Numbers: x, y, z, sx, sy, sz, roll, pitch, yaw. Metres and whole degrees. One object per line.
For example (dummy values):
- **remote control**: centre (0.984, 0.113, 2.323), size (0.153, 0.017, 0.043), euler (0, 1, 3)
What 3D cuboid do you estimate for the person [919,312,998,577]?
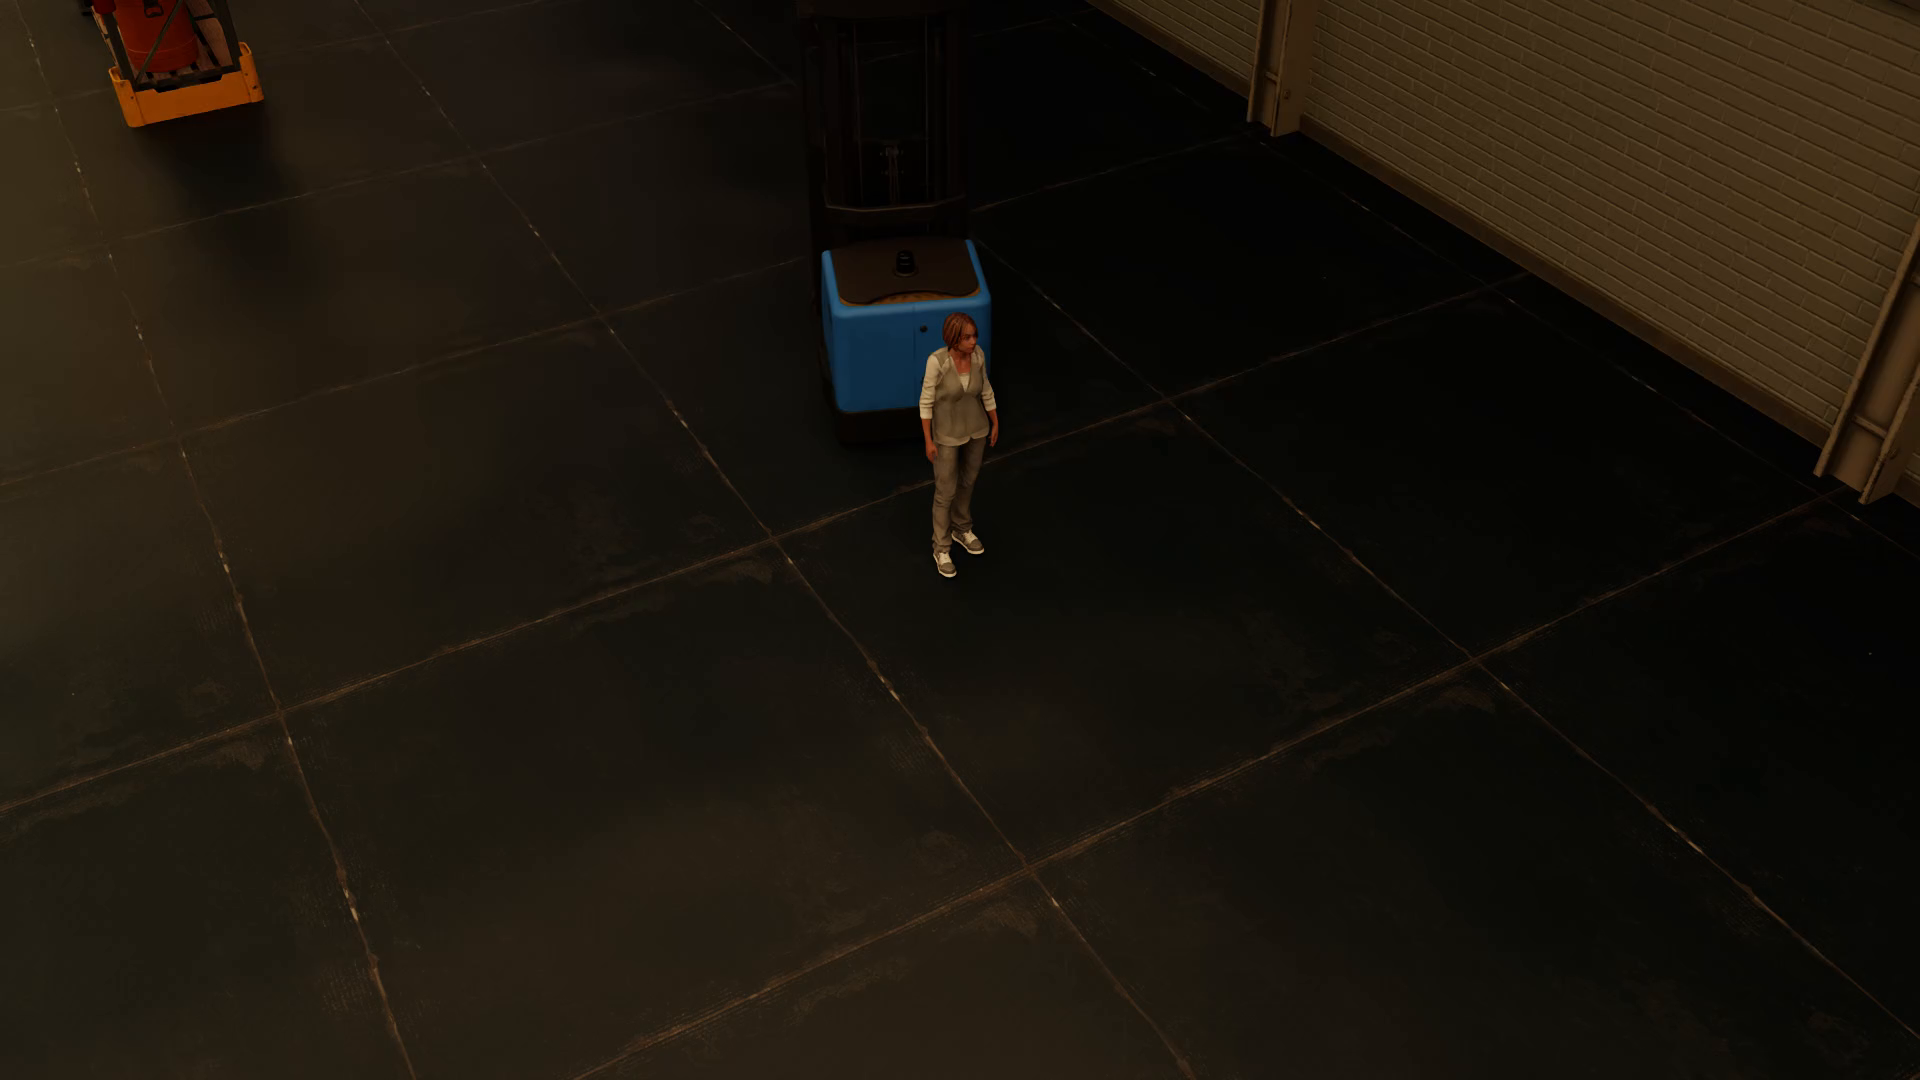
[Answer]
- **person**: centre (0.025, -0.569, 9.767), size (0.519, 1.583, 0.474), euler (-20, 44, -23)

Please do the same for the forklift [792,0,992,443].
- **forklift**: centre (-0.523, -2.711, 11.305), size (1.130, 2.935, 3.031), euler (-6, 40, -7)
